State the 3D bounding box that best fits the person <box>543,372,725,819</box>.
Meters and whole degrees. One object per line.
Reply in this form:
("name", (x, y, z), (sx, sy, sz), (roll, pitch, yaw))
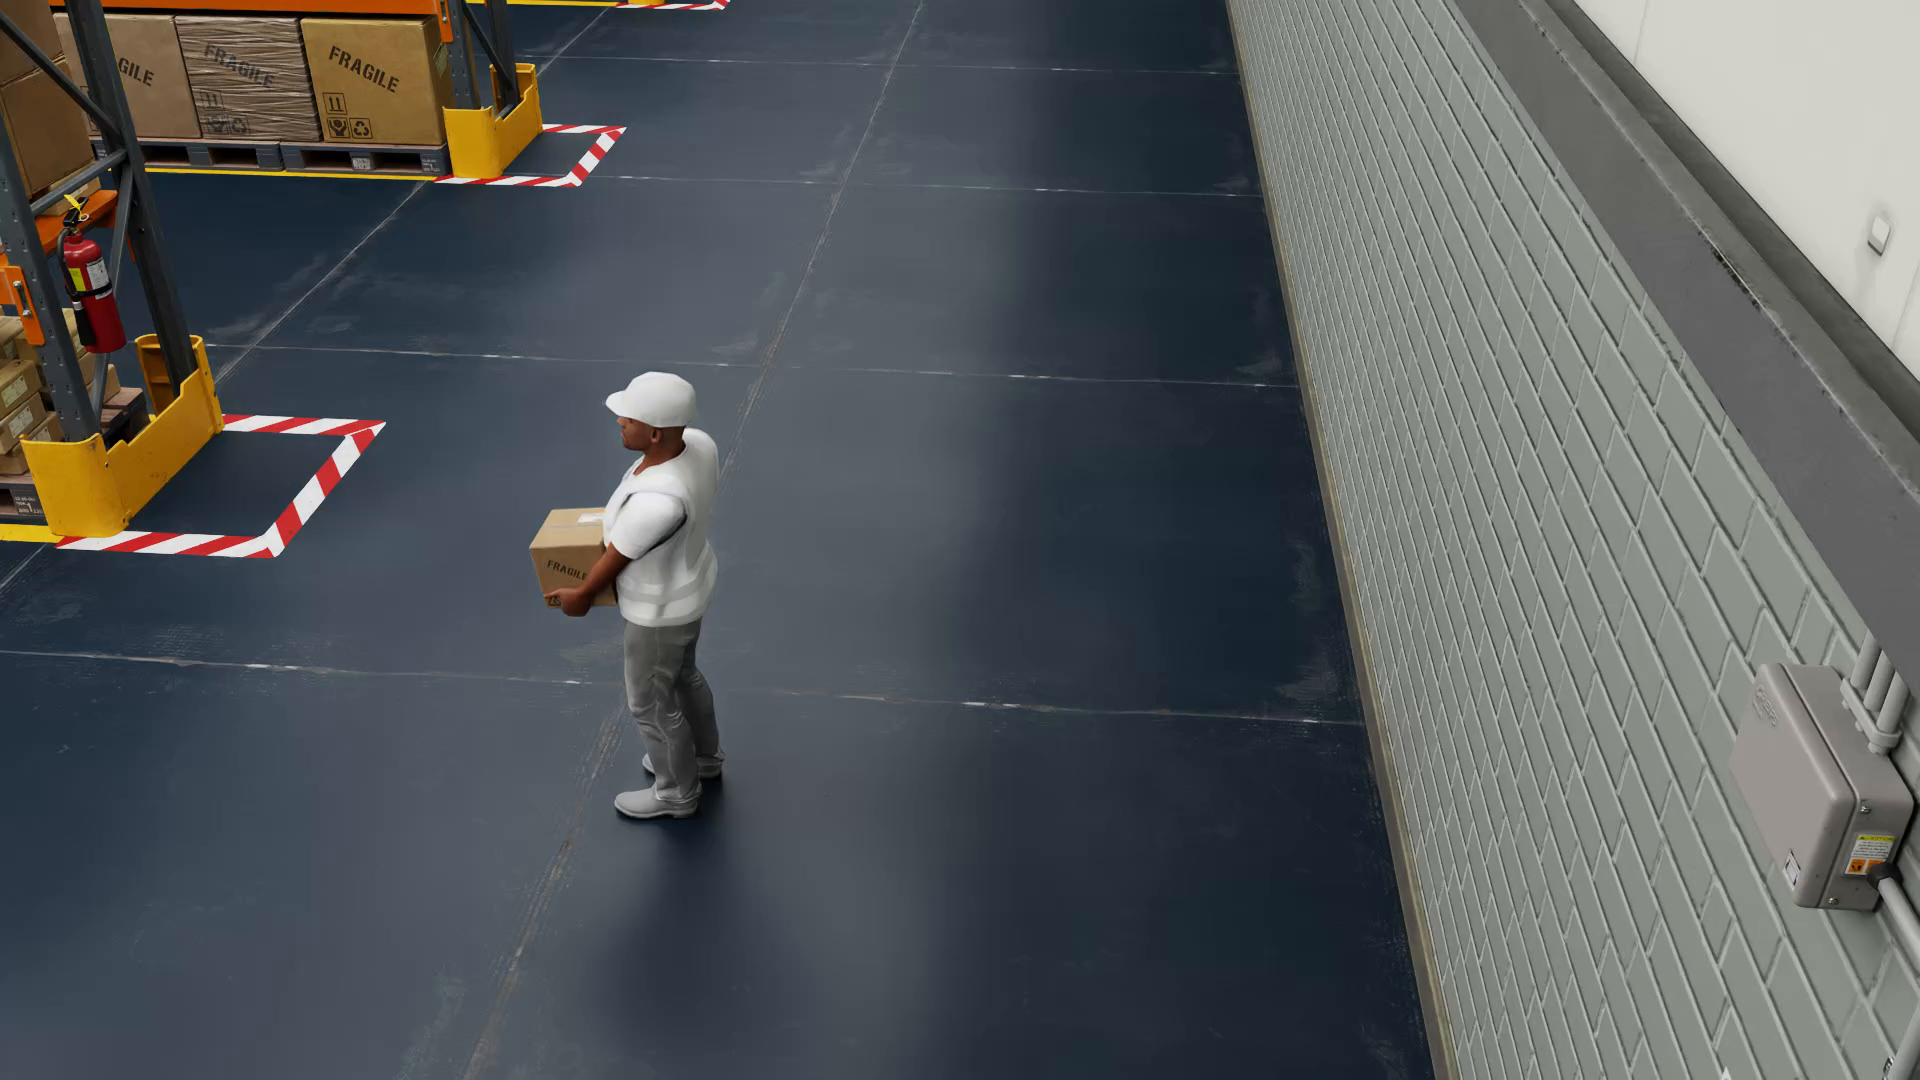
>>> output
("person", (-1.121, 0.205, 5.787), (0.585, 1.760, 0.504), (3, 32, 5))
